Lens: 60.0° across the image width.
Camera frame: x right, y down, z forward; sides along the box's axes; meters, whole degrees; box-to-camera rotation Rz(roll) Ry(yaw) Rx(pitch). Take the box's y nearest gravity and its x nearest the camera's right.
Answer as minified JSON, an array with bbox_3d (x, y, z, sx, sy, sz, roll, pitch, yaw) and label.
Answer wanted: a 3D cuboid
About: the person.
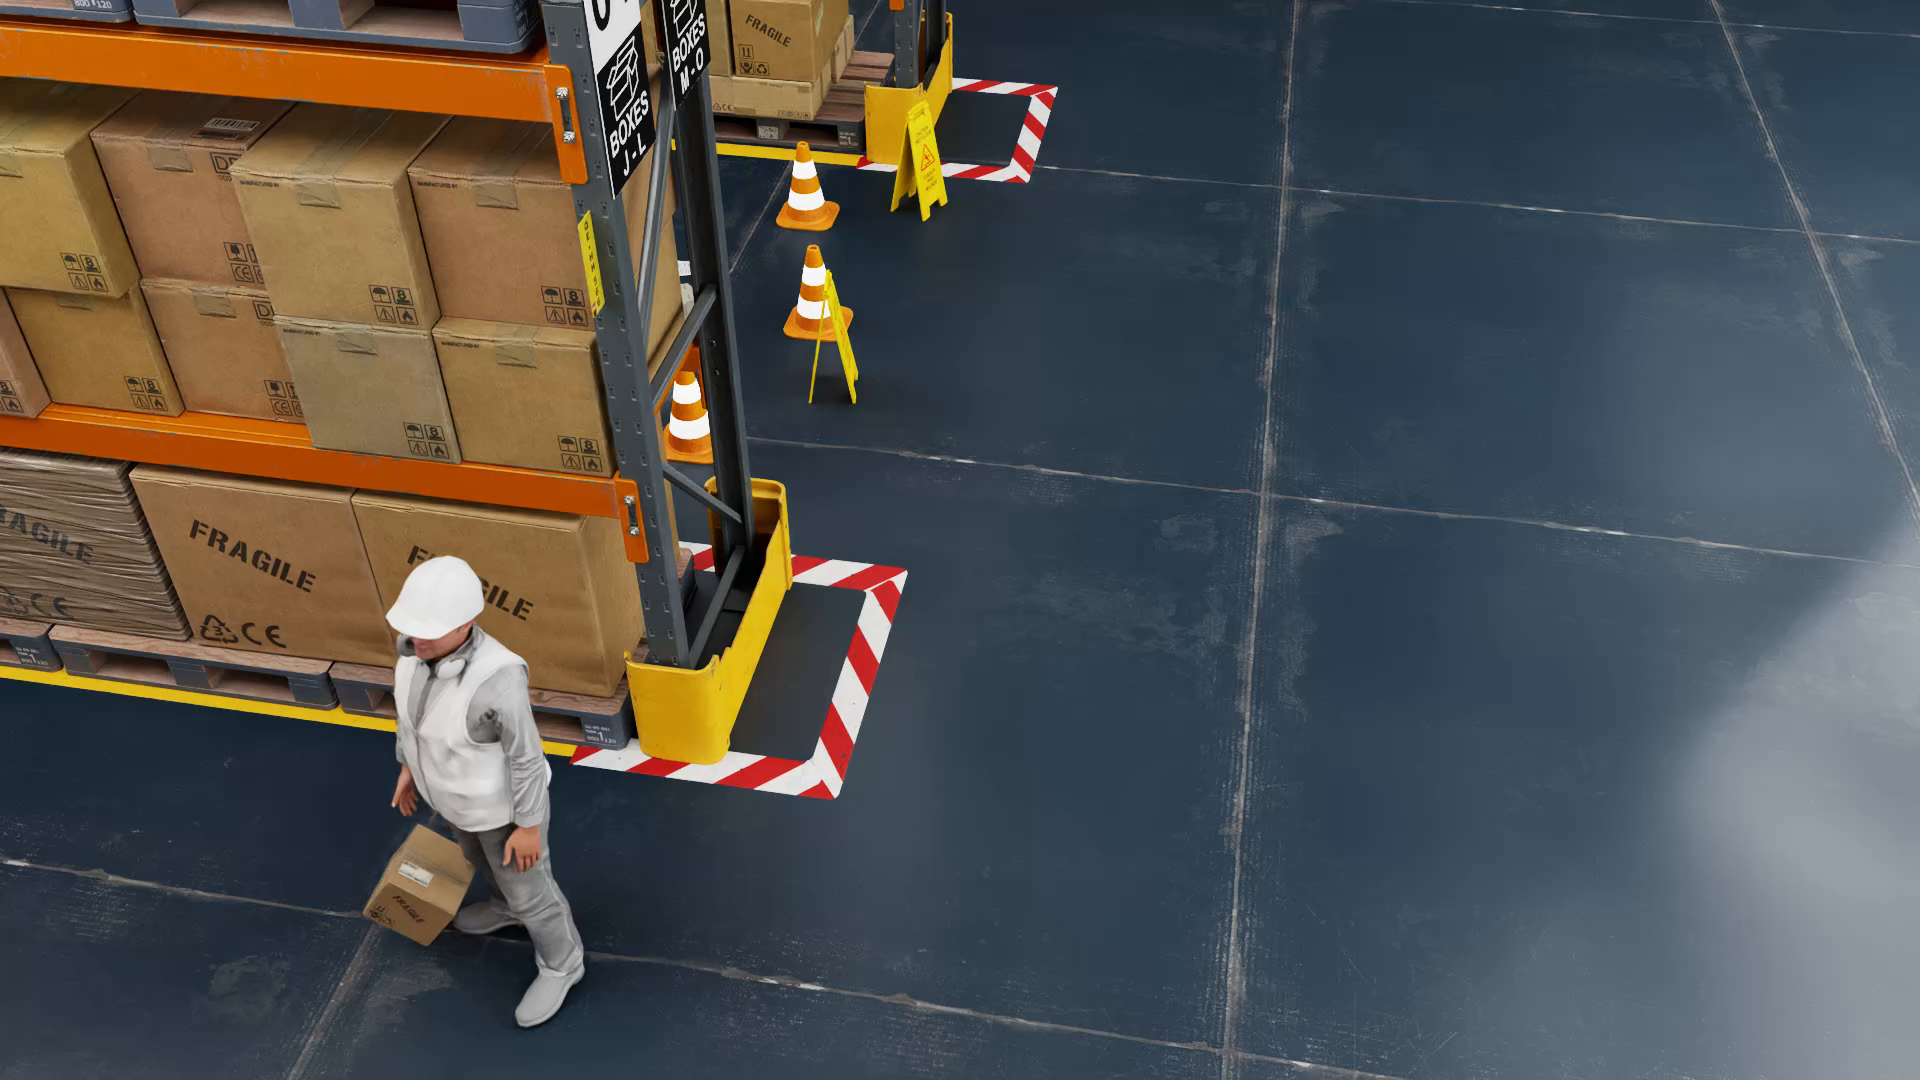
[{"bbox_3d":[-1.513,0.772,5.193,0.612,1.782,0.388,28,48,29],"label":"person"}]
